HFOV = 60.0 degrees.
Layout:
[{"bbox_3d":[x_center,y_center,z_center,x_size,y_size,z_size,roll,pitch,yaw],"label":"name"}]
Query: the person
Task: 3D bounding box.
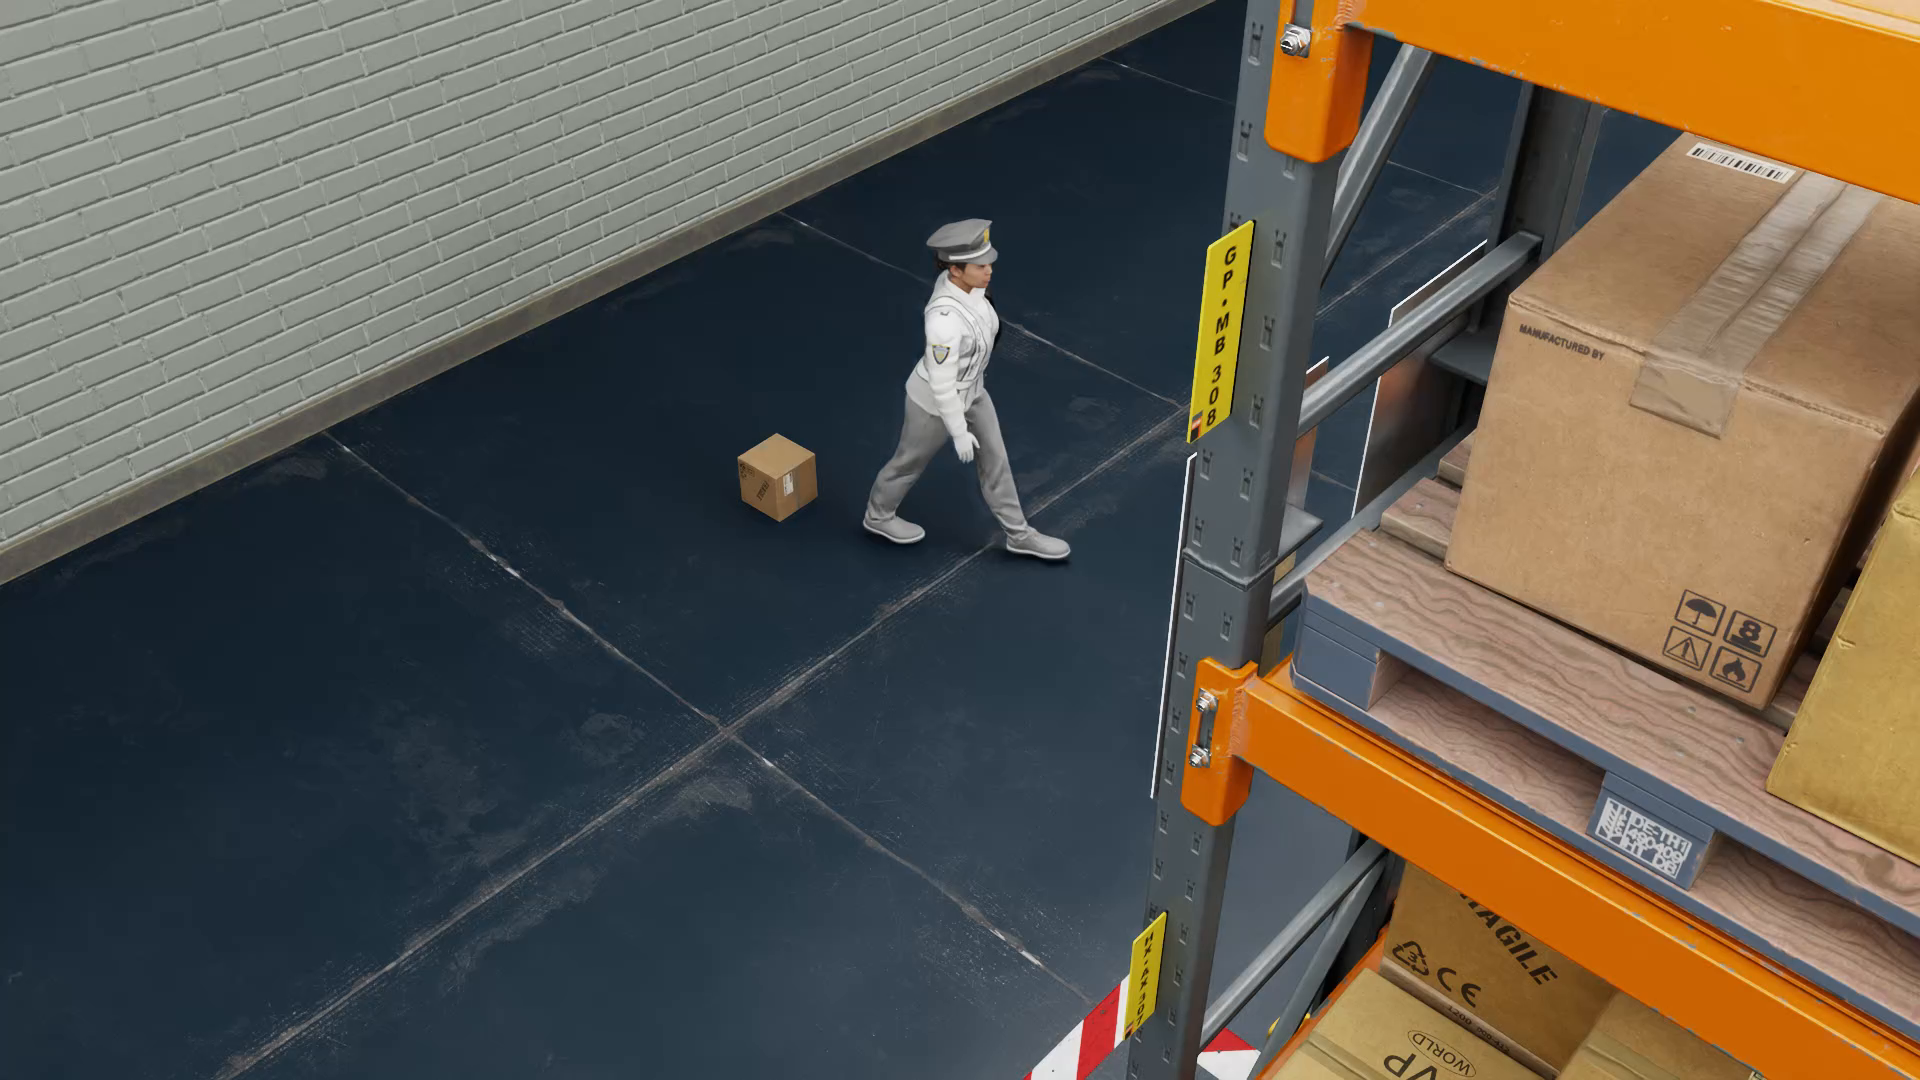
[{"bbox_3d":[0.001,-0.579,6.827,0.924,1.625,0.514,14,42,17],"label":"person"}]
